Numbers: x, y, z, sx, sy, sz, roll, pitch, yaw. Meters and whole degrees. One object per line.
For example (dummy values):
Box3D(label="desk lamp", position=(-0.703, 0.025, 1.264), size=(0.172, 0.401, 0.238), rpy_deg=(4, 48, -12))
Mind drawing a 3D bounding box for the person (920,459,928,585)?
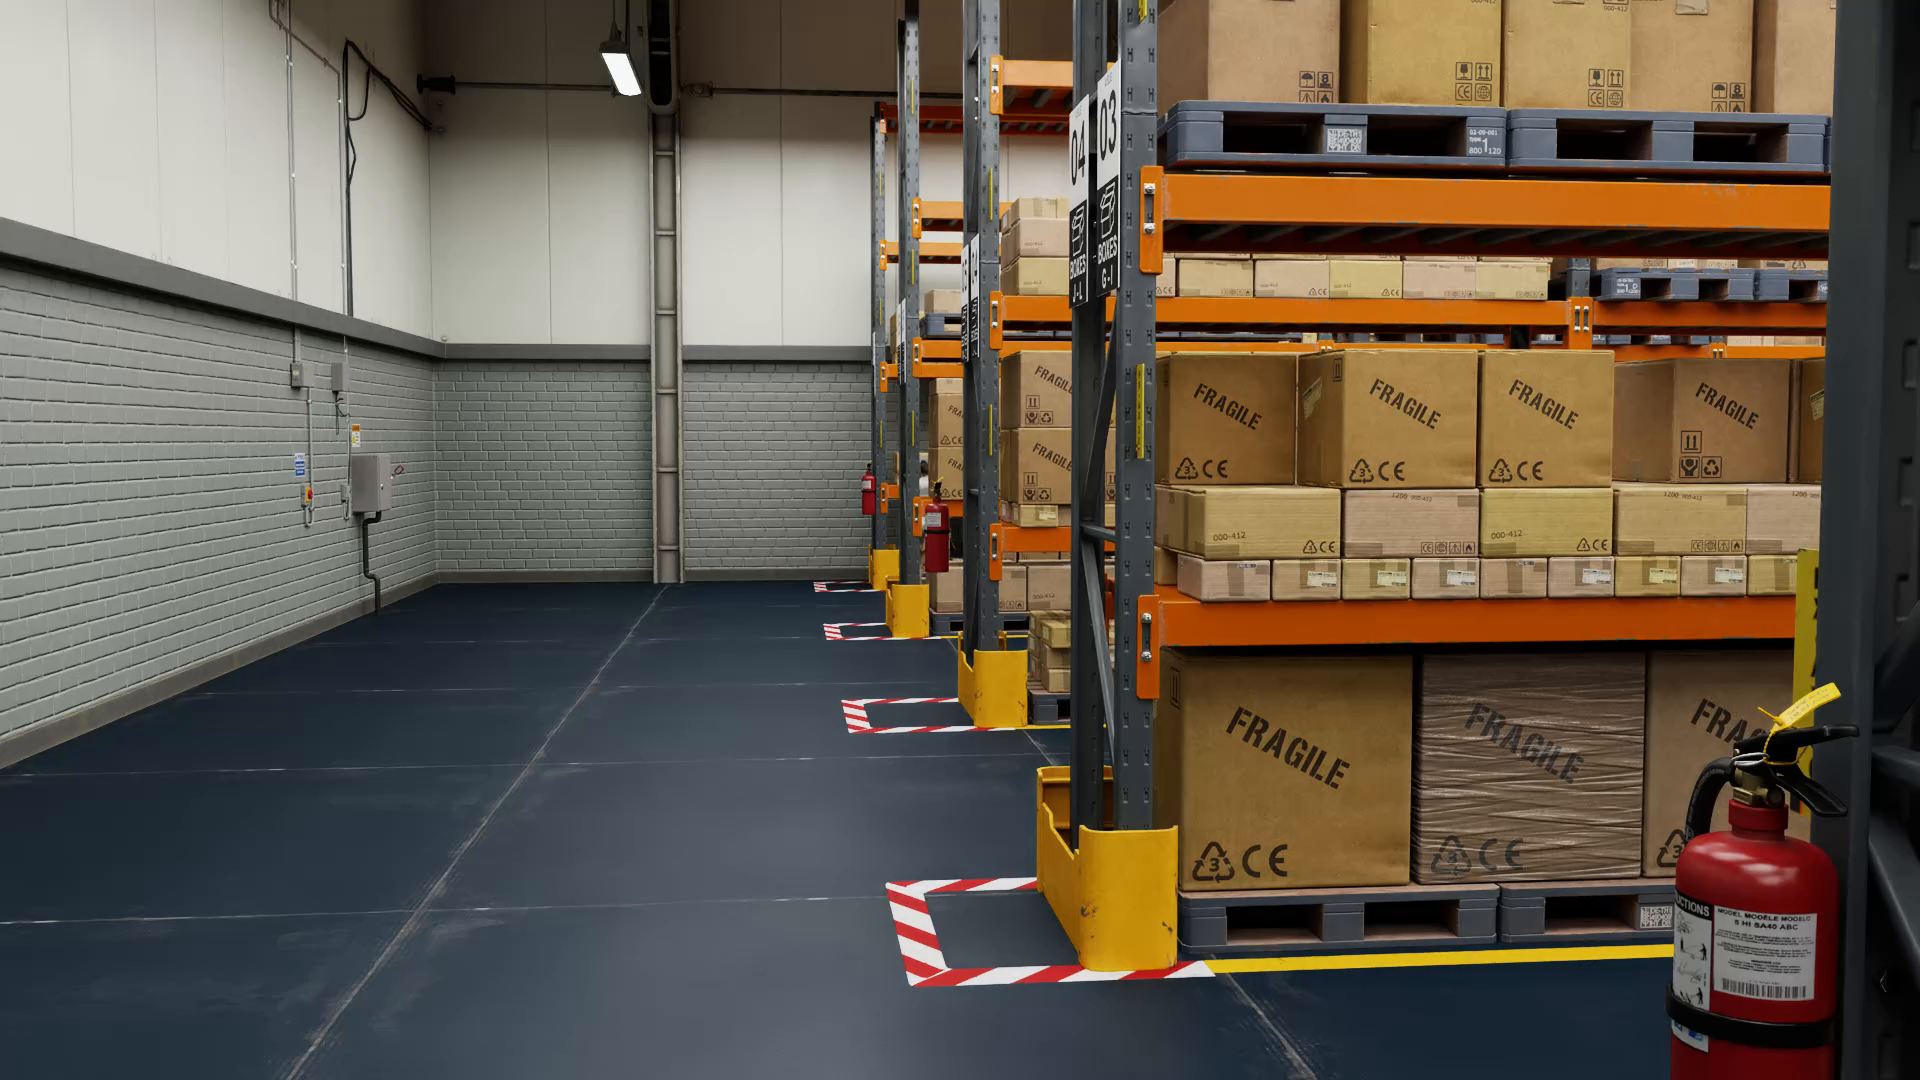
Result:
Box3D(label="person", position=(-0.410, -0.097, 18.963), size=(0.476, 1.659, 0.338), rpy_deg=(0, 3, -5))
